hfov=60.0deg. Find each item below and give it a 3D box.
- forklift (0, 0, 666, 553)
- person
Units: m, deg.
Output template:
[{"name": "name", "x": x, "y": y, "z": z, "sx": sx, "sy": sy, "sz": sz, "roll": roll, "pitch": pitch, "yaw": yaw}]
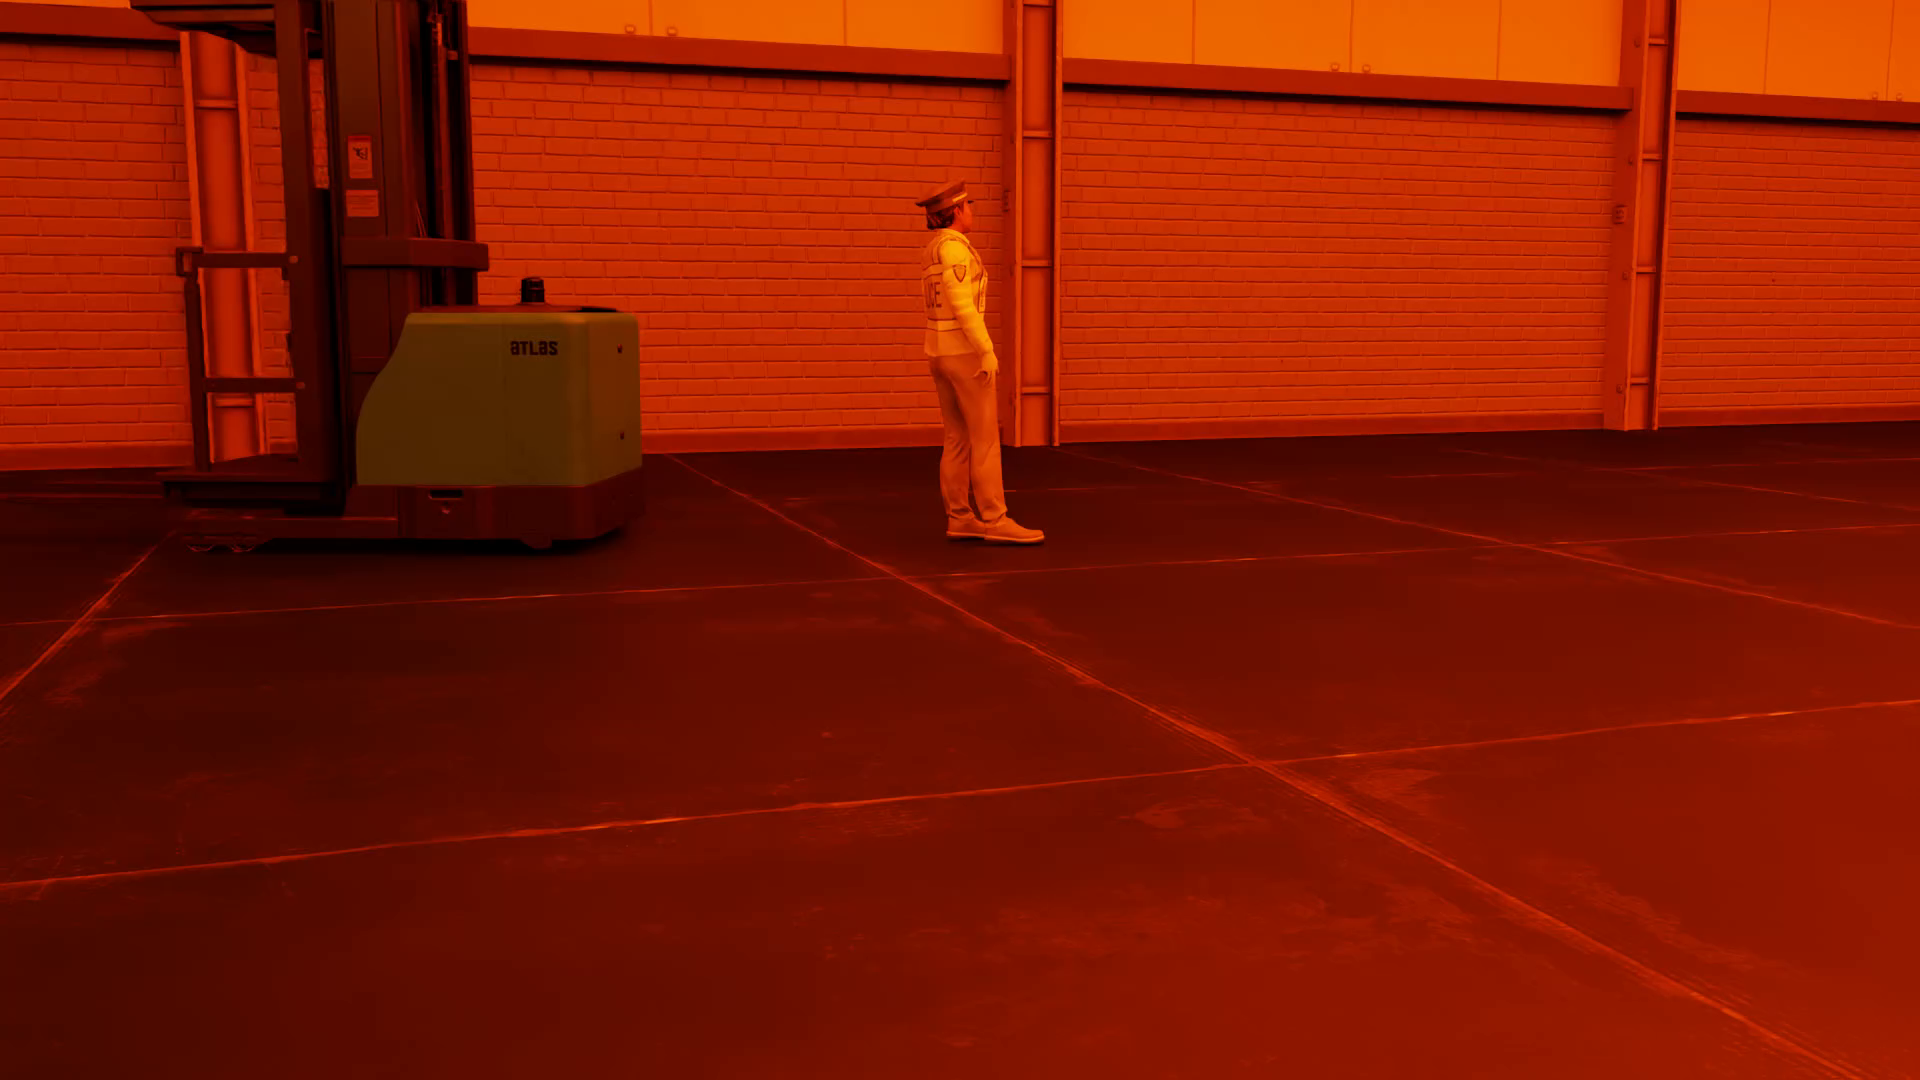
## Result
[{"name": "forklift", "x": -3.012, "y": -1.464, "z": 7.811, "sx": 3.031, "sy": 2.935, "sz": 1.130, "roll": 1, "pitch": 8, "yaw": 4}, {"name": "person", "x": 0.066, "y": -0.849, "z": 7.824, "sx": 0.531, "sy": 1.696, "sz": 0.588, "roll": -3, "pitch": 8, "yaw": -18}]
